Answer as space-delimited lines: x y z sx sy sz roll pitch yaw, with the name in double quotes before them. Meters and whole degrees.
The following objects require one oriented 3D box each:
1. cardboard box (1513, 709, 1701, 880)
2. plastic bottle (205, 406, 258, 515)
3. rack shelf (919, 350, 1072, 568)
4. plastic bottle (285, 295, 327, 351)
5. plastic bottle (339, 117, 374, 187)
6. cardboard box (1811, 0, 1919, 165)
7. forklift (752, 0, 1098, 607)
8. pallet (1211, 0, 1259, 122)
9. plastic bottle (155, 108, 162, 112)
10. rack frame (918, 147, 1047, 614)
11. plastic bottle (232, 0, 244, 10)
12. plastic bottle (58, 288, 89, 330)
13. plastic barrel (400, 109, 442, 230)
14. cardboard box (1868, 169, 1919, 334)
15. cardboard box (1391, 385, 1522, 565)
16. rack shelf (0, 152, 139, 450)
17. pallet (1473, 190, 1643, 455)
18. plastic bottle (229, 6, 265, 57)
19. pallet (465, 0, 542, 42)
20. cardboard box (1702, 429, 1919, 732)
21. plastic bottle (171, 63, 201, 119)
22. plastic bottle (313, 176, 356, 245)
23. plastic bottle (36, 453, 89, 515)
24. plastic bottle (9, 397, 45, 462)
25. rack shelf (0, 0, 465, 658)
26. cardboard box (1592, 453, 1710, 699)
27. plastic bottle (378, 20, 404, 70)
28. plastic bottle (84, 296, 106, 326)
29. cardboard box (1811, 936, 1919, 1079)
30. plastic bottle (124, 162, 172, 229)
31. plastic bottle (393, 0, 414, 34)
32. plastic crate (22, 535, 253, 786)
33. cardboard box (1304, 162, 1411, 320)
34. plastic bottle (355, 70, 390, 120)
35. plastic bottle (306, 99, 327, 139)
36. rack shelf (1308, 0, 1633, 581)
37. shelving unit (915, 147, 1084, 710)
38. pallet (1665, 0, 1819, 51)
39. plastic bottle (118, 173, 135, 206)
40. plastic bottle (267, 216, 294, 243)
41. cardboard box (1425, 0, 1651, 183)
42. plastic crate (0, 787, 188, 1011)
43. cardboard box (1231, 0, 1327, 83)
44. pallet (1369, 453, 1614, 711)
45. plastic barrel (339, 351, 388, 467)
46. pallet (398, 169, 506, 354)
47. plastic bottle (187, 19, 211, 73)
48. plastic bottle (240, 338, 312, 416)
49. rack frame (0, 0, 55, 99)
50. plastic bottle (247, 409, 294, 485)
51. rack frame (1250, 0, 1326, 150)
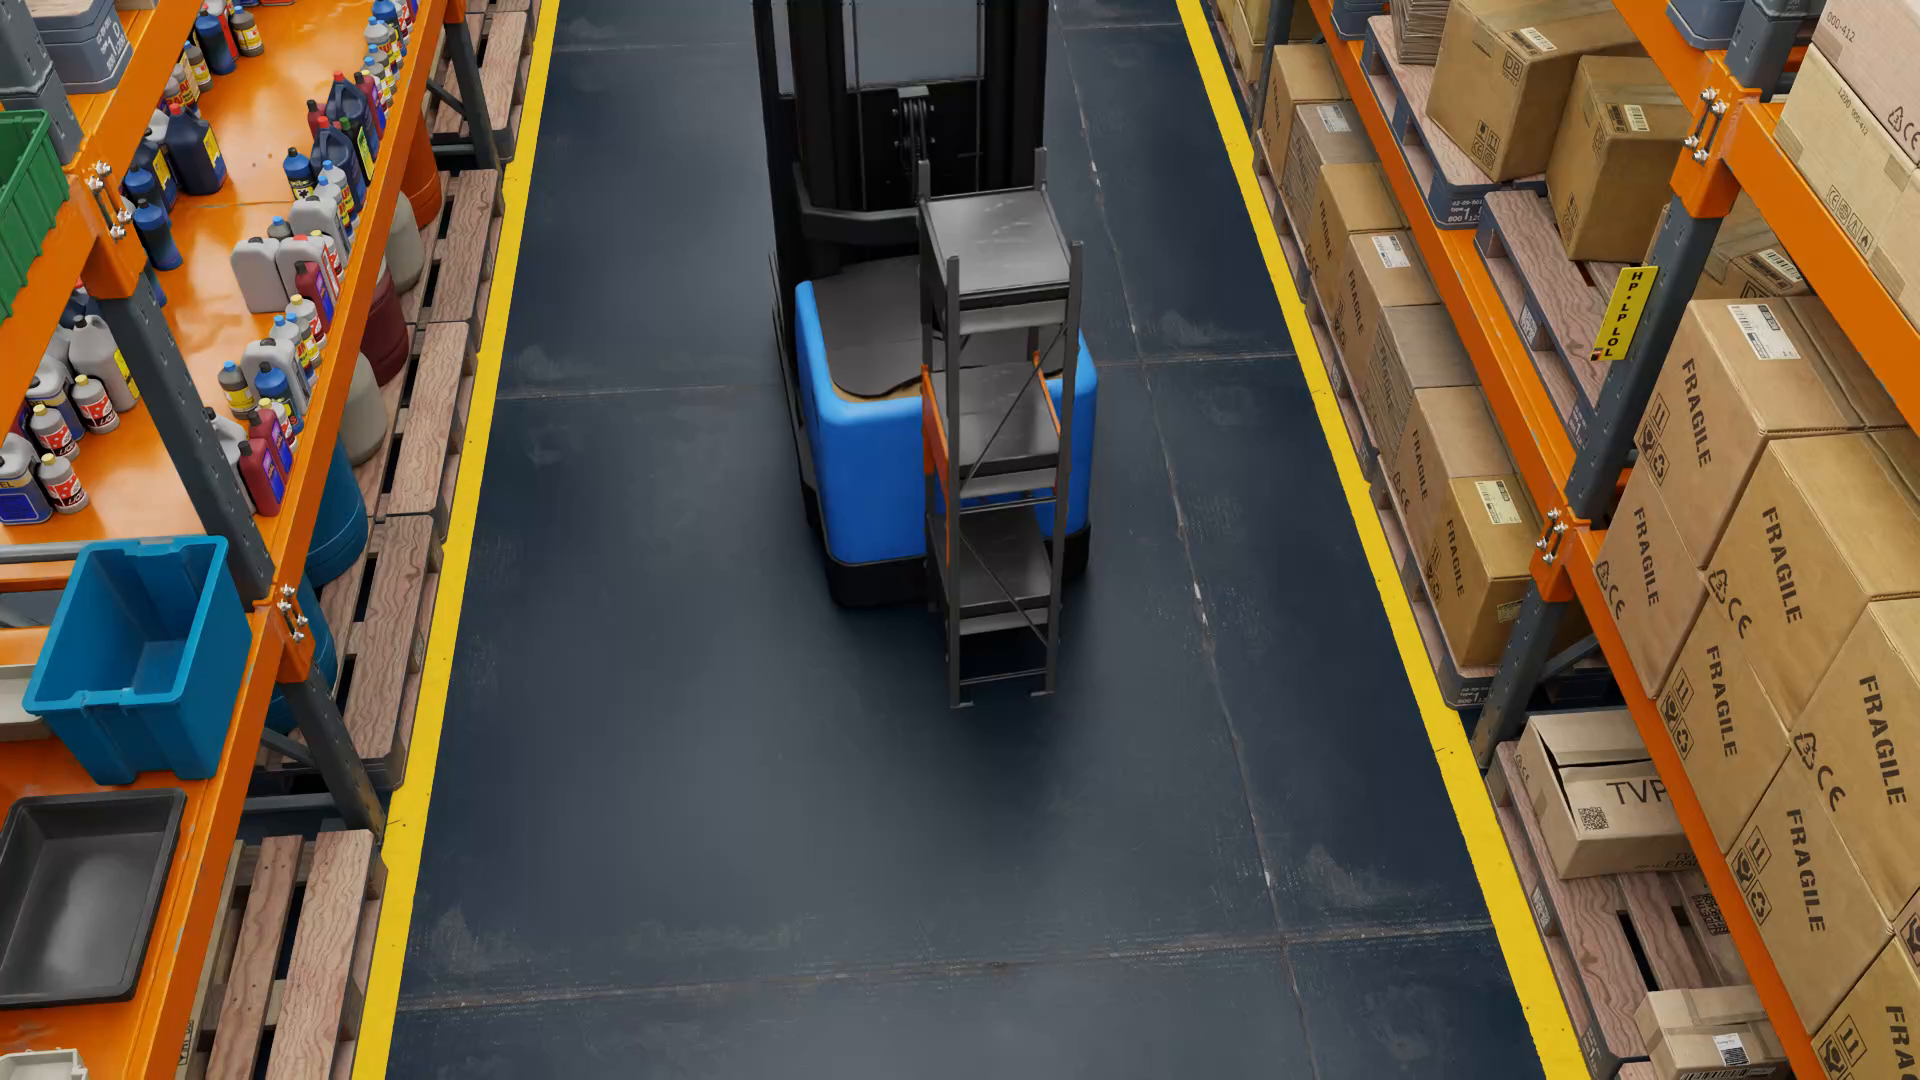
"cardboard box" 2.213 0.827 5.586 0.500 0.311 0.500 -3 47 -3
"plastic bottle" -2.253 -0.251 5.092 0.144 0.351 0.185 -3 47 -3
"rack shelf" 0.115 -0.278 5.722 0.431 0.518 0.480 -8 47 -7
"plastic bottle" -2.232 -0.745 5.663 0.097 0.201 0.097 0 47 0
"plastic bottle" -2.297 -1.494 6.316 0.061 0.283 0.133 -3 47 -3
"cardboard box" 2.186 -1.048 3.506 0.500 0.250 0.500 -3 47 -3
"forklift" -0.261 -1.832 6.603 1.130 2.935 3.031 -8 47 -7
"pallet" 2.028 -2.796 9.389 1.003 0.211 1.213 -3 47 -3
"plastic bottle" -3.085 -1.560 6.387 0.097 0.271 0.097 0 47 0
"rack frame" 0.070 -0.461 5.877 0.400 2.100 0.015 -8 47 -7
"plastic bottle" -3.182 -2.396 7.178 0.097 0.271 0.097 0 47 0
"plastic bottle" -2.962 -0.726 5.543 0.144 0.351 0.185 -3 47 -3
"plastic barrel" -2.820 -1.904 7.829 0.600 0.830 0.708 -3 47 -3
"cardboard box" 2.225 -0.514 3.345 0.500 0.250 0.500 -3 47 -3
"cardboard box" 2.033 -0.252 6.478 0.500 0.500 0.500 -3 47 -3
"rack shelf" -2.376 0.698 2.589 1.077 0.370 4.000 -3 47 -3
"pallet" 2.435 -0.782 5.693 1.003 0.211 1.213 -3 47 -3
"plastic bottle" -3.003 -2.144 6.988 0.097 0.201 0.097 0 47 0
"pallet" -3.003 -3.343 9.907 1.003 0.211 1.213 -3 47 -3
"cardboard box" 2.196 0.090 3.978 0.500 0.500 0.500 -5 47 -5
"plastic bottle" -3.112 -1.798 6.612 0.097 0.271 0.097 0 47 0
"plastic bottle" -2.282 -1.202 6.047 0.097 0.271 0.097 0 47 0
"plastic bottle" -2.776 -0.183 5.130 0.097 0.201 0.097 0 47 0
"plastic bottle" -2.963 -0.354 5.237 0.061 0.283 0.133 -3 47 -3
"rack shelf" -2.711 -1.164 6.419 1.077 0.370 4.000 -3 47 -3
"cardboard box" 2.164 0.088 4.668 0.500 0.500 0.500 -2 47 -2
"plastic bottle" -2.384 -2.061 6.909 0.097 0.201 0.097 0 47 0
"plastic bottle" -2.818 -0.735 5.551 0.144 0.351 0.185 -3 47 -3
"cardboard box" 2.294 1.188 3.626 0.500 0.500 0.500 -4 47 -4
"plastic bottle" -2.989 -1.263 6.105 0.097 0.271 0.097 0 47 0
"plastic bottle" -2.408 -2.272 7.109 0.097 0.201 0.097 0 47 0
"plastic crate" -2.164 0.337 4.471 0.392 0.384 0.575 -3 47 -3
"cardboard box" 1.898 -1.360 7.527 0.500 0.500 0.500 -4 47 -4
"plastic bottle" -2.351 -1.779 6.642 0.097 0.201 0.097 0 47 0
"plastic bottle" -2.452 -1.582 6.399 0.061 0.283 0.133 -3 47 -3
"rack shelf" 2.226 -1.463 6.701 1.077 0.370 4.000 -3 47 -3
"shelving unit" 0.115 -0.287 5.712 0.431 2.100 0.503 -8 47 -7
"pallet" 2.408 -1.706 4.500 1.213 0.211 1.003 -3 47 -3
"plastic bottle" -3.067 -1.249 6.084 0.061 0.283 0.133 -3 47 -3
"plastic bottle" -2.422 -1.071 5.972 0.097 0.201 0.097 0 47 0
"cardboard box" 2.184 -1.716 6.088 0.700 0.500 0.500 -14 48 -13
"plastic crate" -2.182 0.903 4.114 0.437 0.125 0.590 -3 47 -3
"cardboard box" 1.771 -2.722 9.003 0.500 0.250 0.500 -2 47 -2
"pallet" 2.287 0.110 6.637 1.003 0.211 1.213 -3 47 -3
"plastic barrel" -2.589 -0.574 6.789 0.421 0.512 0.421 0 47 0
"pallet" -2.771 -1.332 8.002 1.003 0.211 1.213 -3 47 -3
"plastic bottle" -3.160 -2.051 6.844 0.061 0.283 0.133 -3 47 -3
"plastic bottle" -2.233 -0.545 5.422 0.152 0.276 0.135 -3 47 -3
"rack frame" -2.543 -2.027 2.609 1.000 3.000 0.127 -3 47 -3
"plastic bottle" -2.160 -0.312 5.197 0.061 0.283 0.133 -3 47 -3
"rack frame" 2.058 -3.157 7.810 1.000 3.000 0.127 -3 47 -3
